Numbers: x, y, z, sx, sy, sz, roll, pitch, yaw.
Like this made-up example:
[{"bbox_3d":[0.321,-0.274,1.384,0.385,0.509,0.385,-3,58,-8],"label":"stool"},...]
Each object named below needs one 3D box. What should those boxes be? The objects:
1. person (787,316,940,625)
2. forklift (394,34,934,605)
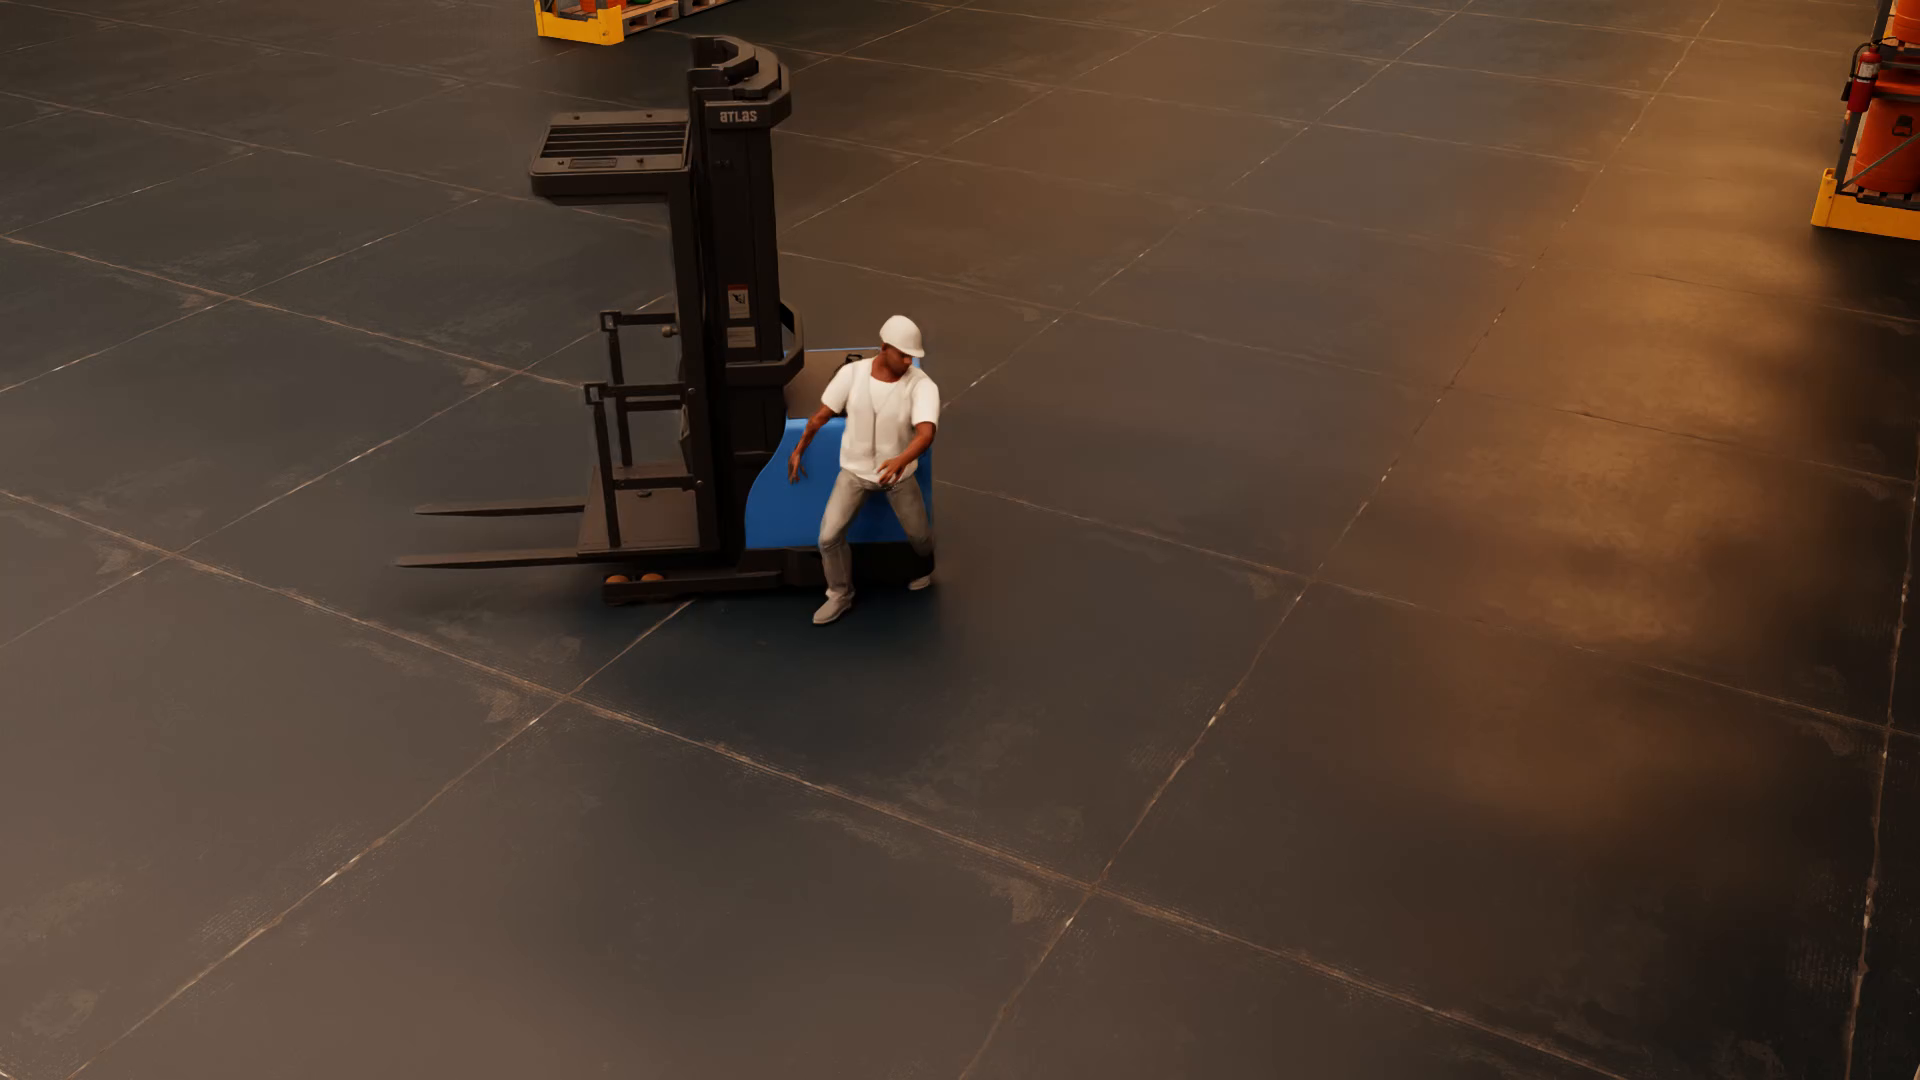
[{"bbox_3d":[-0.525,-0.356,8.963,0.832,1.678,0.880,2,30,3],"label":"person"},{"bbox_3d":[-1.698,-1.181,9.117,3.031,2.935,1.130,-3,30,-5],"label":"forklift"}]
